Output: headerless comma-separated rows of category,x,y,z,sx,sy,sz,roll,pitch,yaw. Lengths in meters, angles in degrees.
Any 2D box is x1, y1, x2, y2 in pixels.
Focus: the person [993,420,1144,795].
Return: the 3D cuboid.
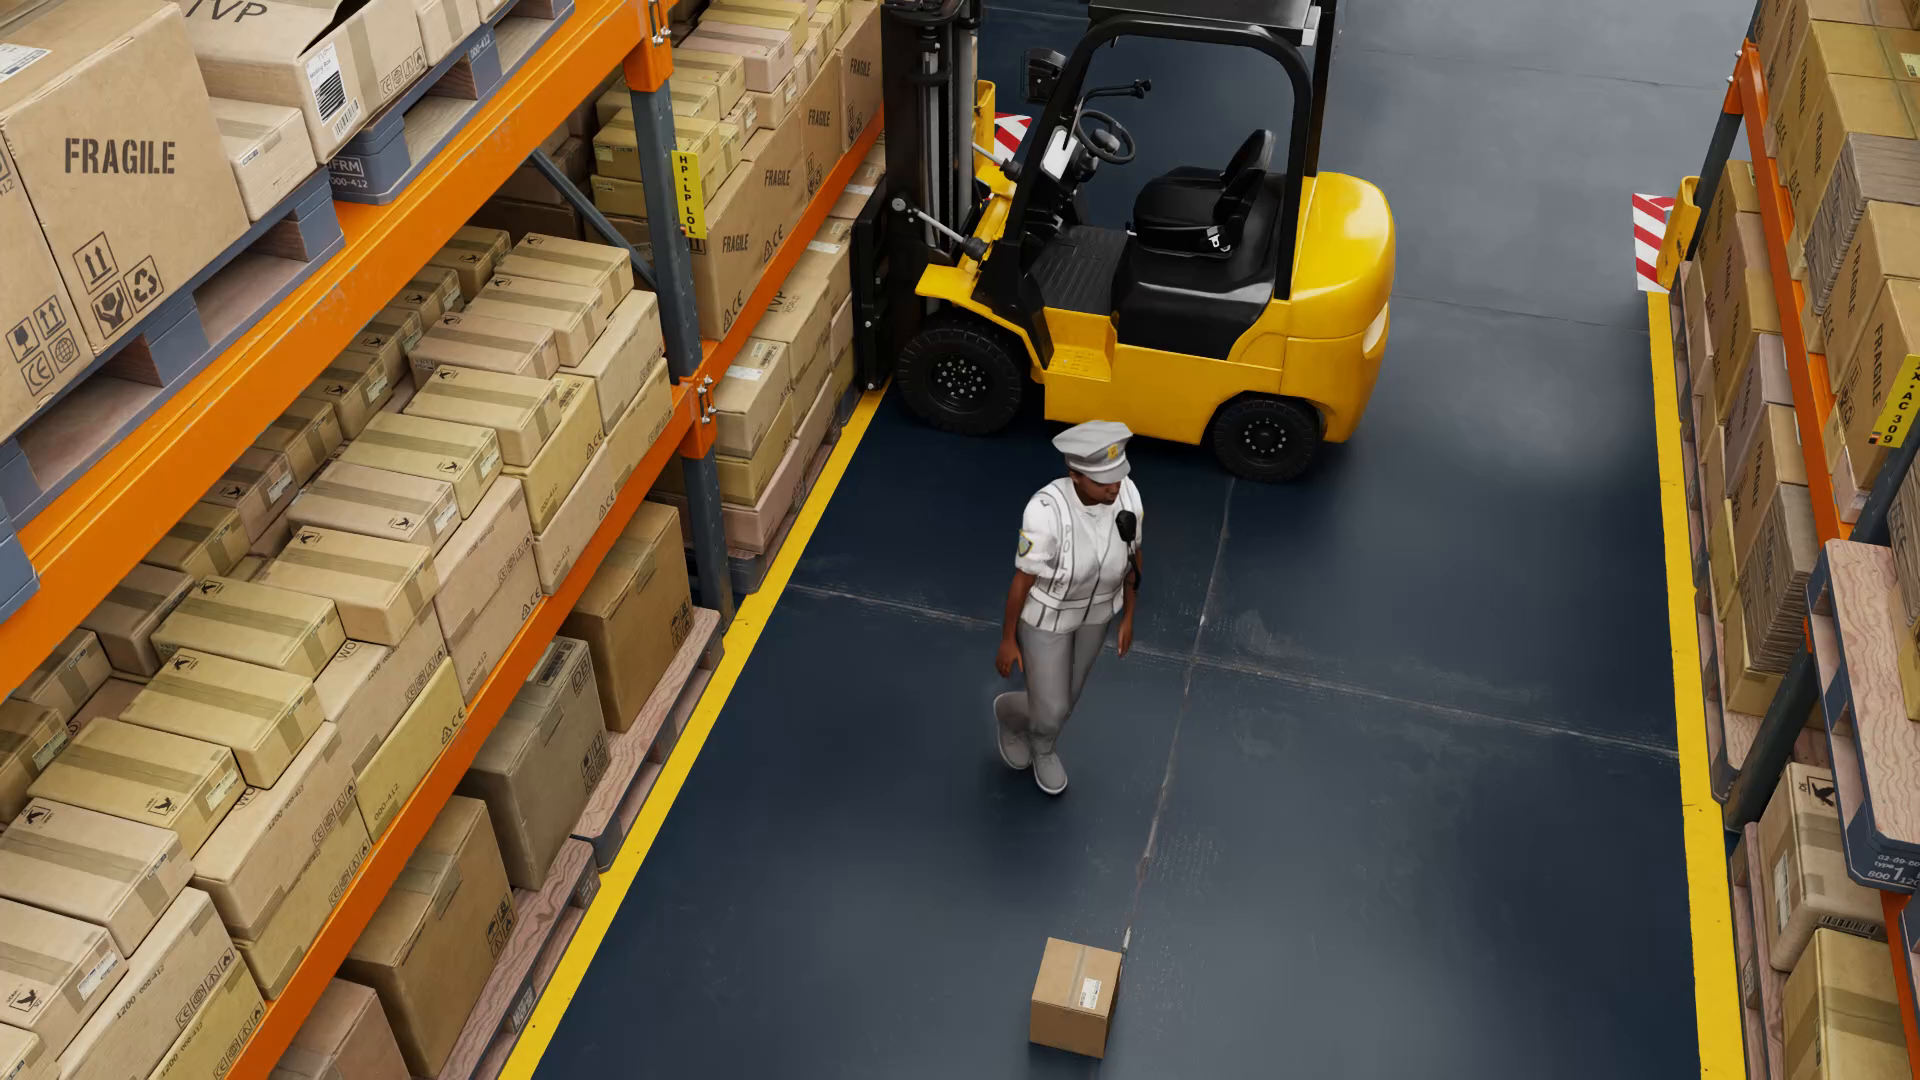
person,0.352,0.250,5.836,0.554,1.671,0.465,-17,44,-19
